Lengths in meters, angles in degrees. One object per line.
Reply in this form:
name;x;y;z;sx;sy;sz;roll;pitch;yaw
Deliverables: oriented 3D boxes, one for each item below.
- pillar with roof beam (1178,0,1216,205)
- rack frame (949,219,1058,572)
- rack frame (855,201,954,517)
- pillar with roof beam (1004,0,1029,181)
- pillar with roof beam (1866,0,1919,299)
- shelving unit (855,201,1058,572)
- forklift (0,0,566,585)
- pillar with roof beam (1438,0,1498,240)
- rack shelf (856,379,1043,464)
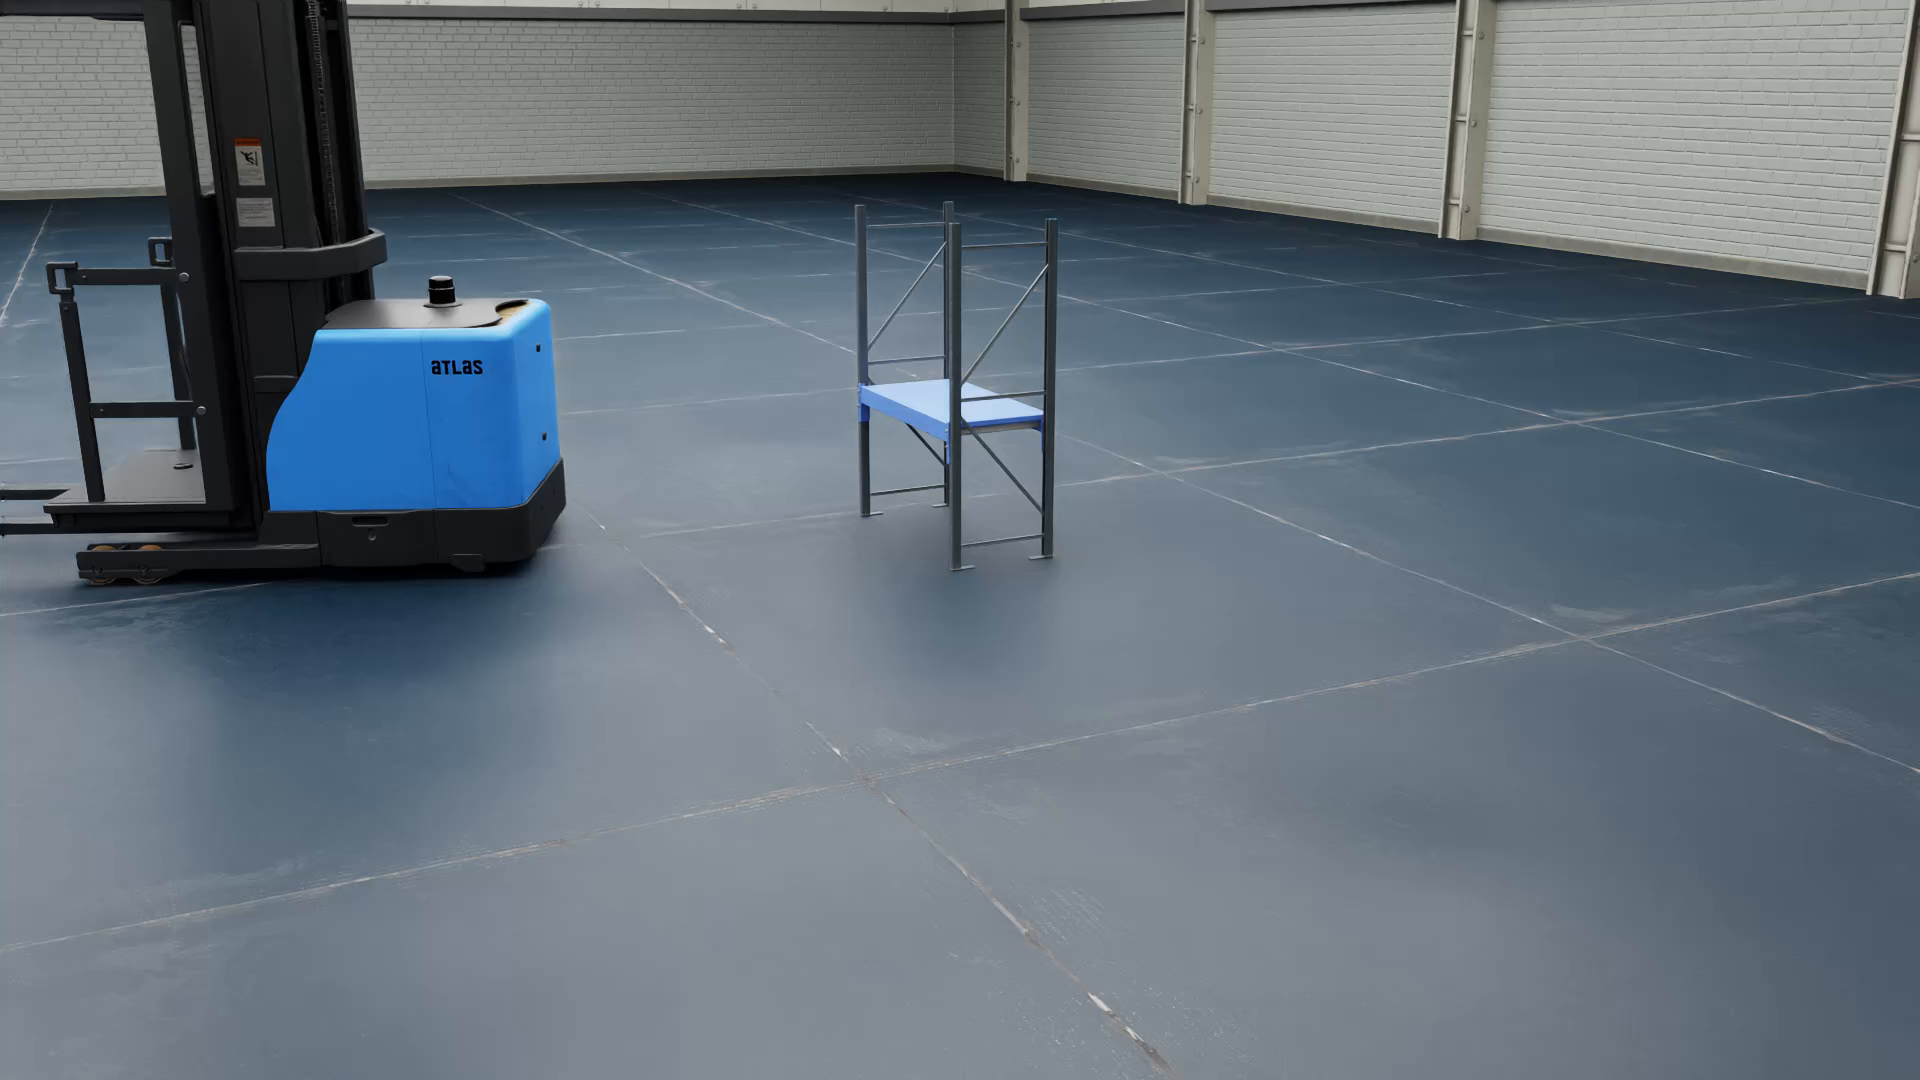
pillar with roof beam;-0.190;-9.117;23.206;9.100;9.000;0.400;-8;18;-25
rack frame;0.185;-0.616;7.178;0.500;1.500;0.032;-8;18;-25
rack frame;-0.260;-0.868;8.057;0.500;1.500;0.032;-8;18;-25
pillar with roof beam;-2.818;-10.605;28.390;9.100;9.000;0.400;-8;18;-25
pillar with roof beam;5.067;-6.141;12.837;9.100;9.000;0.400;-8;18;-25
shelving unit;-0.037;-0.742;7.617;0.538;1.500;1.048;-8;18;-25
forklift;-3.402;-1.367;7.199;3.031;2.935;1.130;-1;16;-3
pillar with roof beam;2.439;-7.629;18.022;9.100;9.000;0.400;-8;18;-25
rack shelf;-0.037;-0.569;7.667;0.538;0.185;1.000;-8;18;-25
